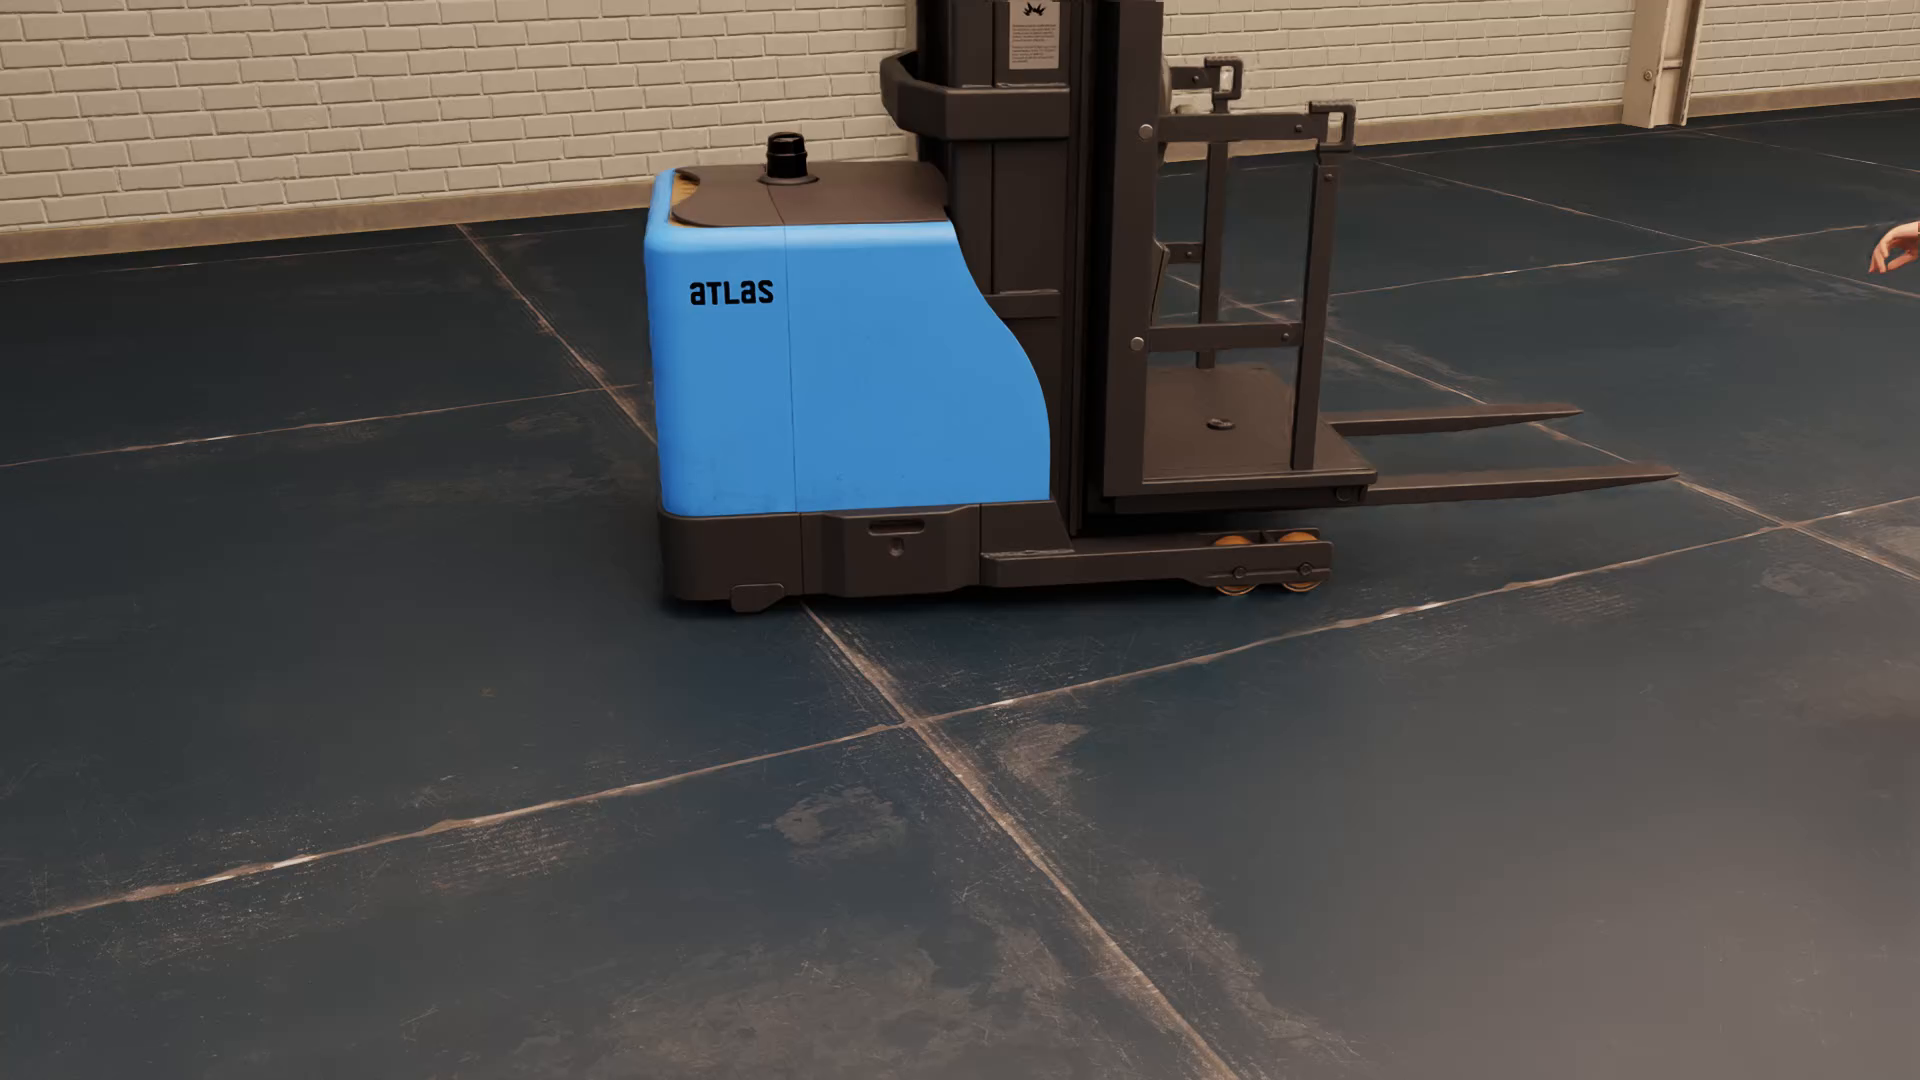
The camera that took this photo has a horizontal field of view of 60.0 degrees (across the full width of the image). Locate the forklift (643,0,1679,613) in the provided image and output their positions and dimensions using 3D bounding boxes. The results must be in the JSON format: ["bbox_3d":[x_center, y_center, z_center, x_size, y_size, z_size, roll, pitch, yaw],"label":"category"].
[{"bbox_3d":[0.624,-1.394,4.643,3.031,2.935,1.130,-3,23,-7],"label":"forklift"}]

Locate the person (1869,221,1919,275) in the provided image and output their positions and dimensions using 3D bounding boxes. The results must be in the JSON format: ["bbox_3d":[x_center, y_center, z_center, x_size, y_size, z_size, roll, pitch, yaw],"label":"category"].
[{"bbox_3d":[2.628,-0.227,3.631,1.210,1.581,0.693,19,29,38],"label":"person"}]
